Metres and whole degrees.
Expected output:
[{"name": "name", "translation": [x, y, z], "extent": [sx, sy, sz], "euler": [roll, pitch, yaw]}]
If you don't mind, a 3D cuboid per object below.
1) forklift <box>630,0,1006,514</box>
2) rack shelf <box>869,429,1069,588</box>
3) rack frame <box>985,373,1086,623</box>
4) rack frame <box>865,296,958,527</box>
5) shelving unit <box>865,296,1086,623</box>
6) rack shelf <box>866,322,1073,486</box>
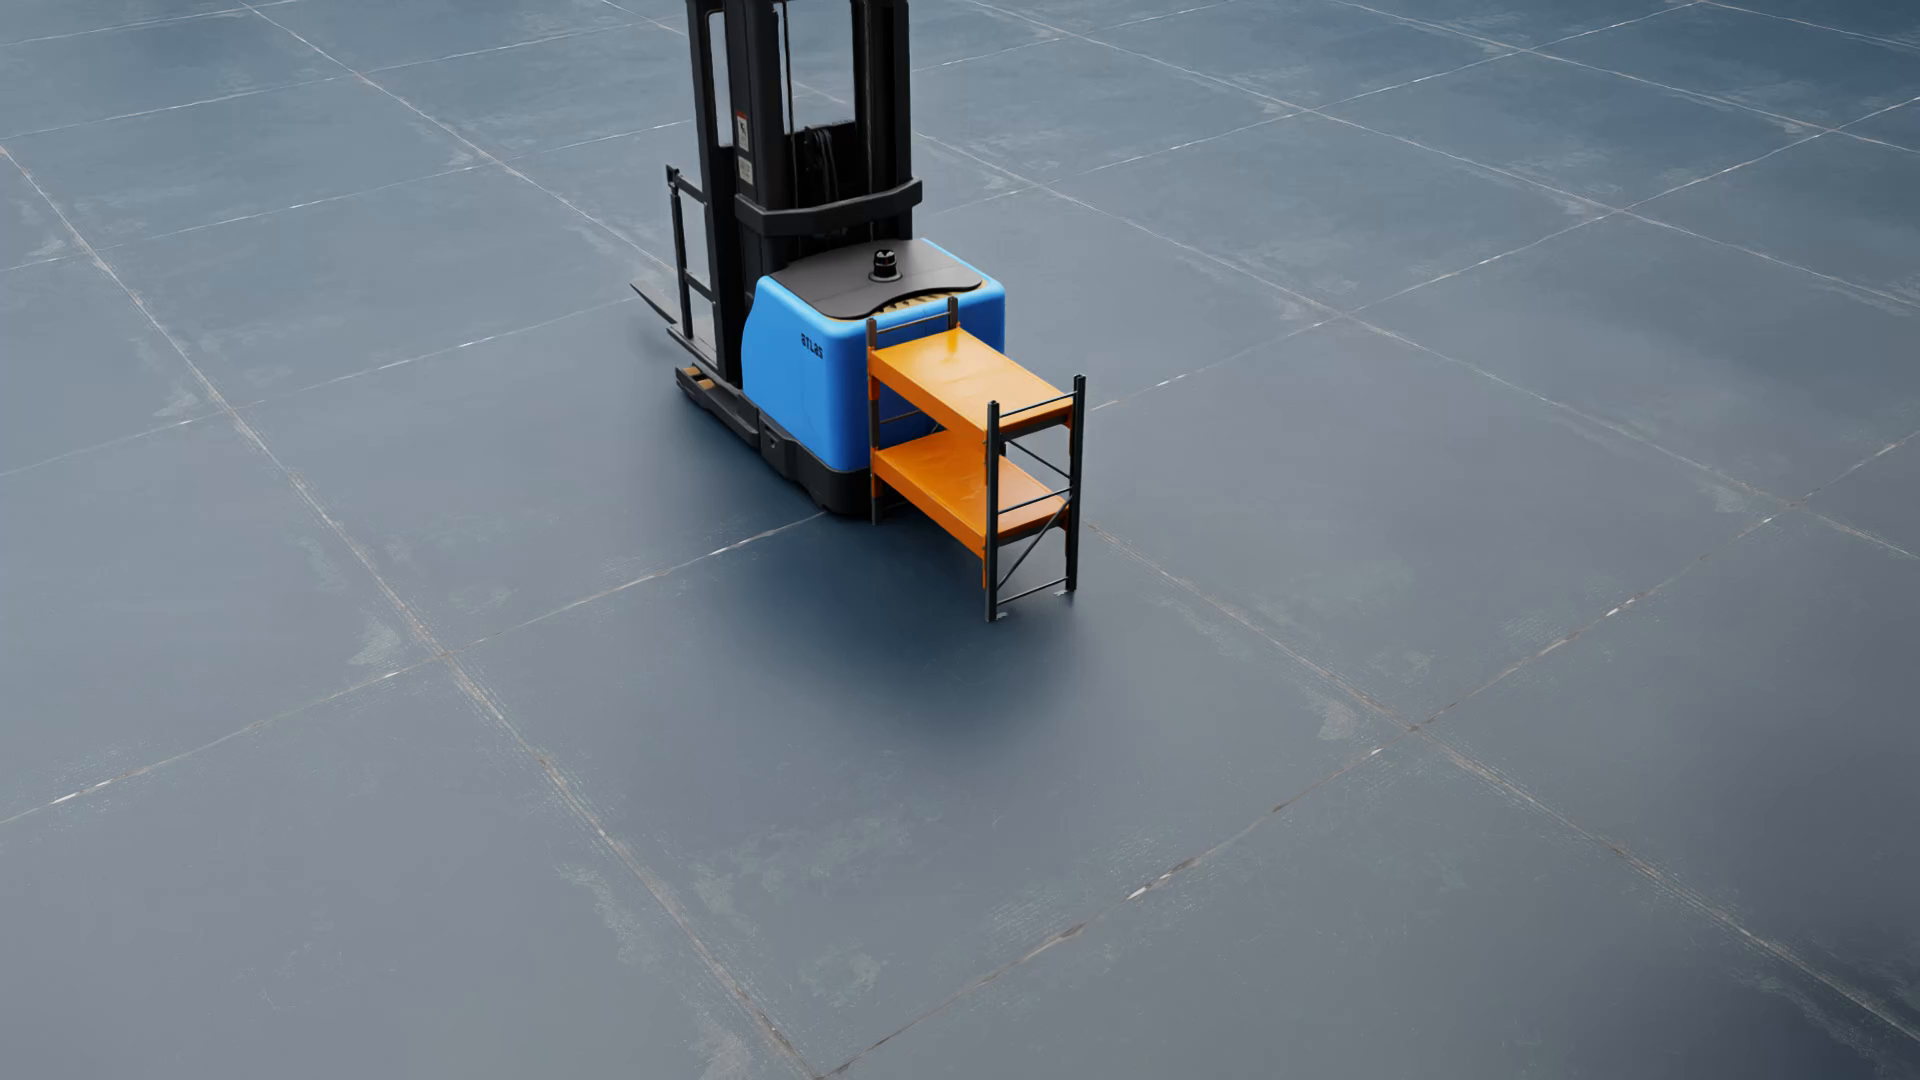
[{"name": "forklift", "translation": [-0.978, -2.113, 8.875], "extent": [1.130, 2.935, 3.031], "euler": [-19, 36, -27]}, {"name": "rack shelf", "translation": [0.053, -0.190, 7.954], "extent": [0.538, 0.278, 1.000], "euler": [-19, 37, -28]}, {"name": "rack frame", "translation": [0.333, -0.174, 7.464], "extent": [0.500, 1.125, 0.032], "euler": [-19, 37, -28]}, {"name": "rack frame", "translation": [-0.226, -0.622, 8.185], "extent": [0.500, 1.125, 0.032], "euler": [-19, 37, -28]}, {"name": "shelving unit", "translation": [0.053, -0.398, 7.825], "extent": [0.538, 1.125, 1.048], "euler": [-19, 37, -28]}, {"name": "rack shelf", "translation": [0.053, -0.647, 7.670], "extent": [0.538, 0.278, 1.000], "euler": [-19, 37, -28]}]
